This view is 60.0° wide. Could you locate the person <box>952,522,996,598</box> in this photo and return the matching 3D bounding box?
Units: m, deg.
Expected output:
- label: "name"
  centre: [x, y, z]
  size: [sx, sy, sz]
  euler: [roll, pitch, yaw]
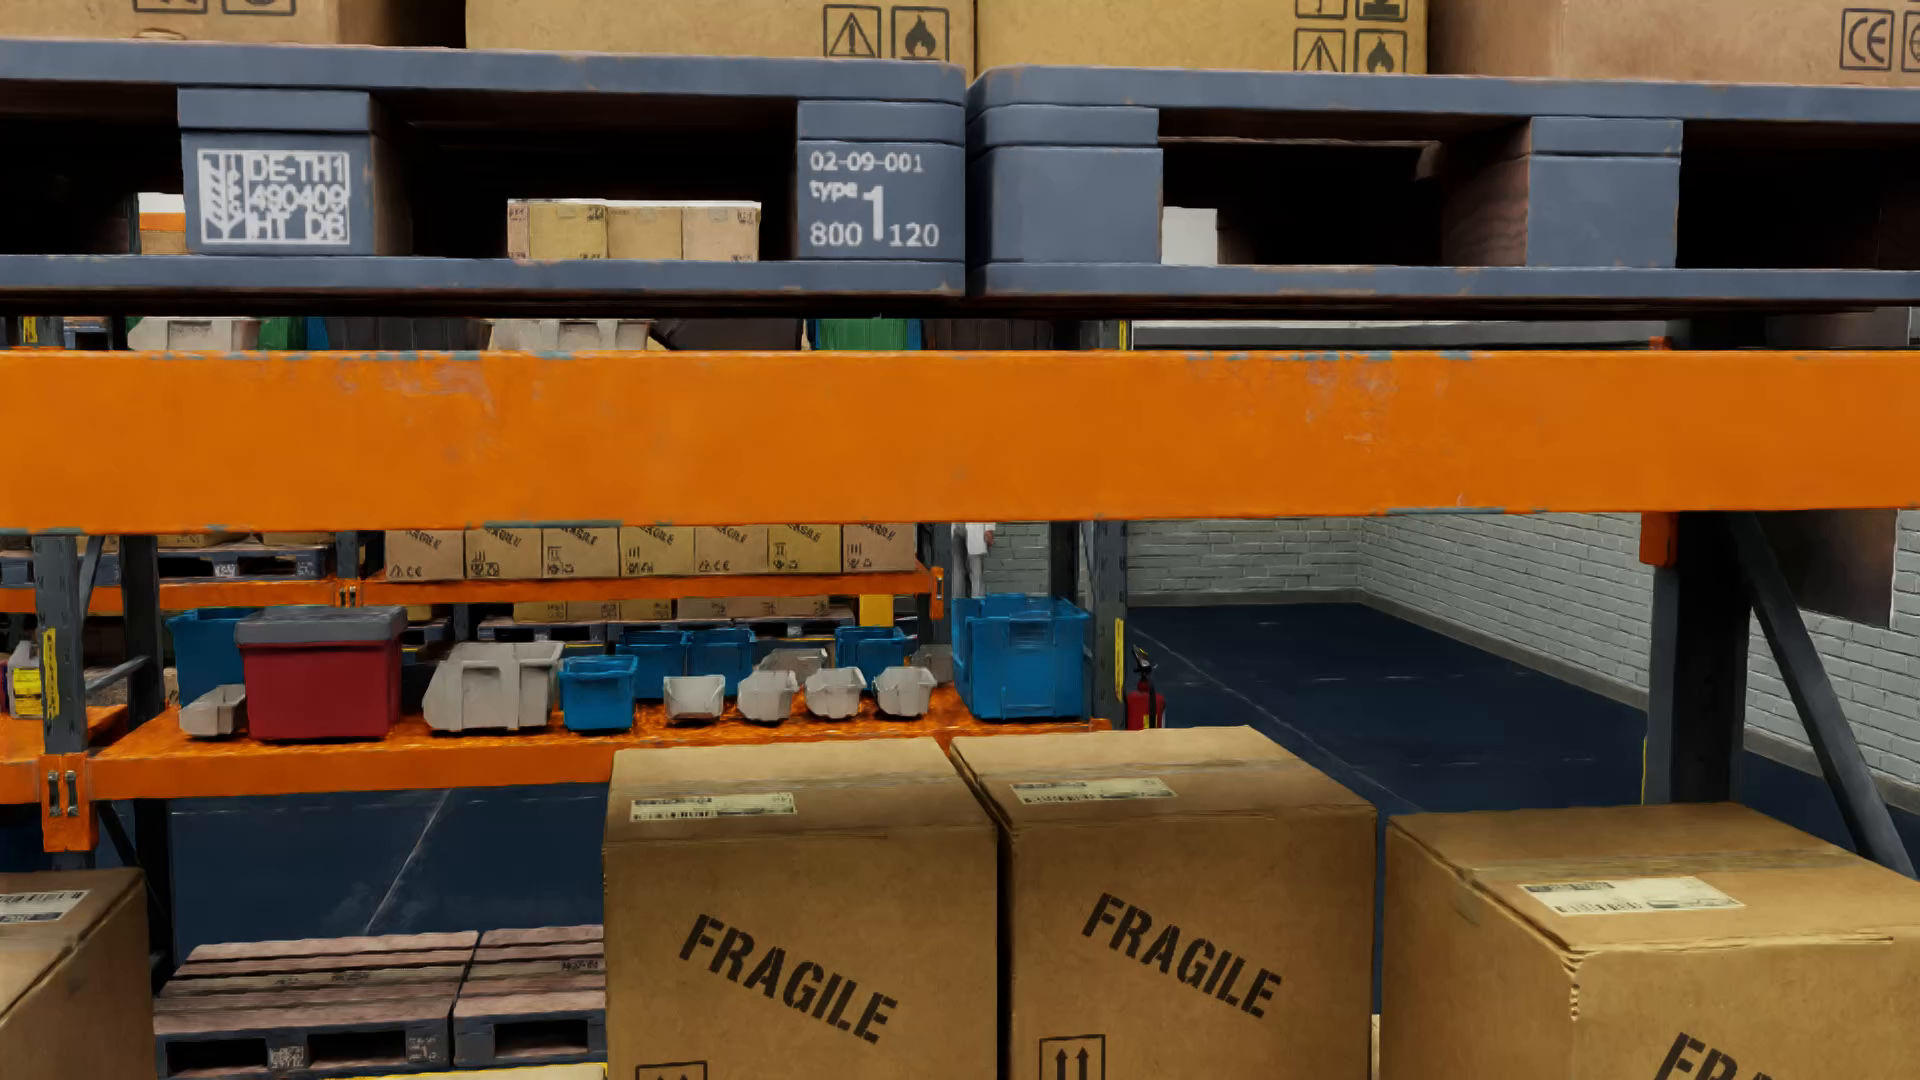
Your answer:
- label: "person"
  centre: [0.065, -0.074, 17.676]
  size: [0.644, 1.786, 0.415]
  euler: [3, 7, 24]
